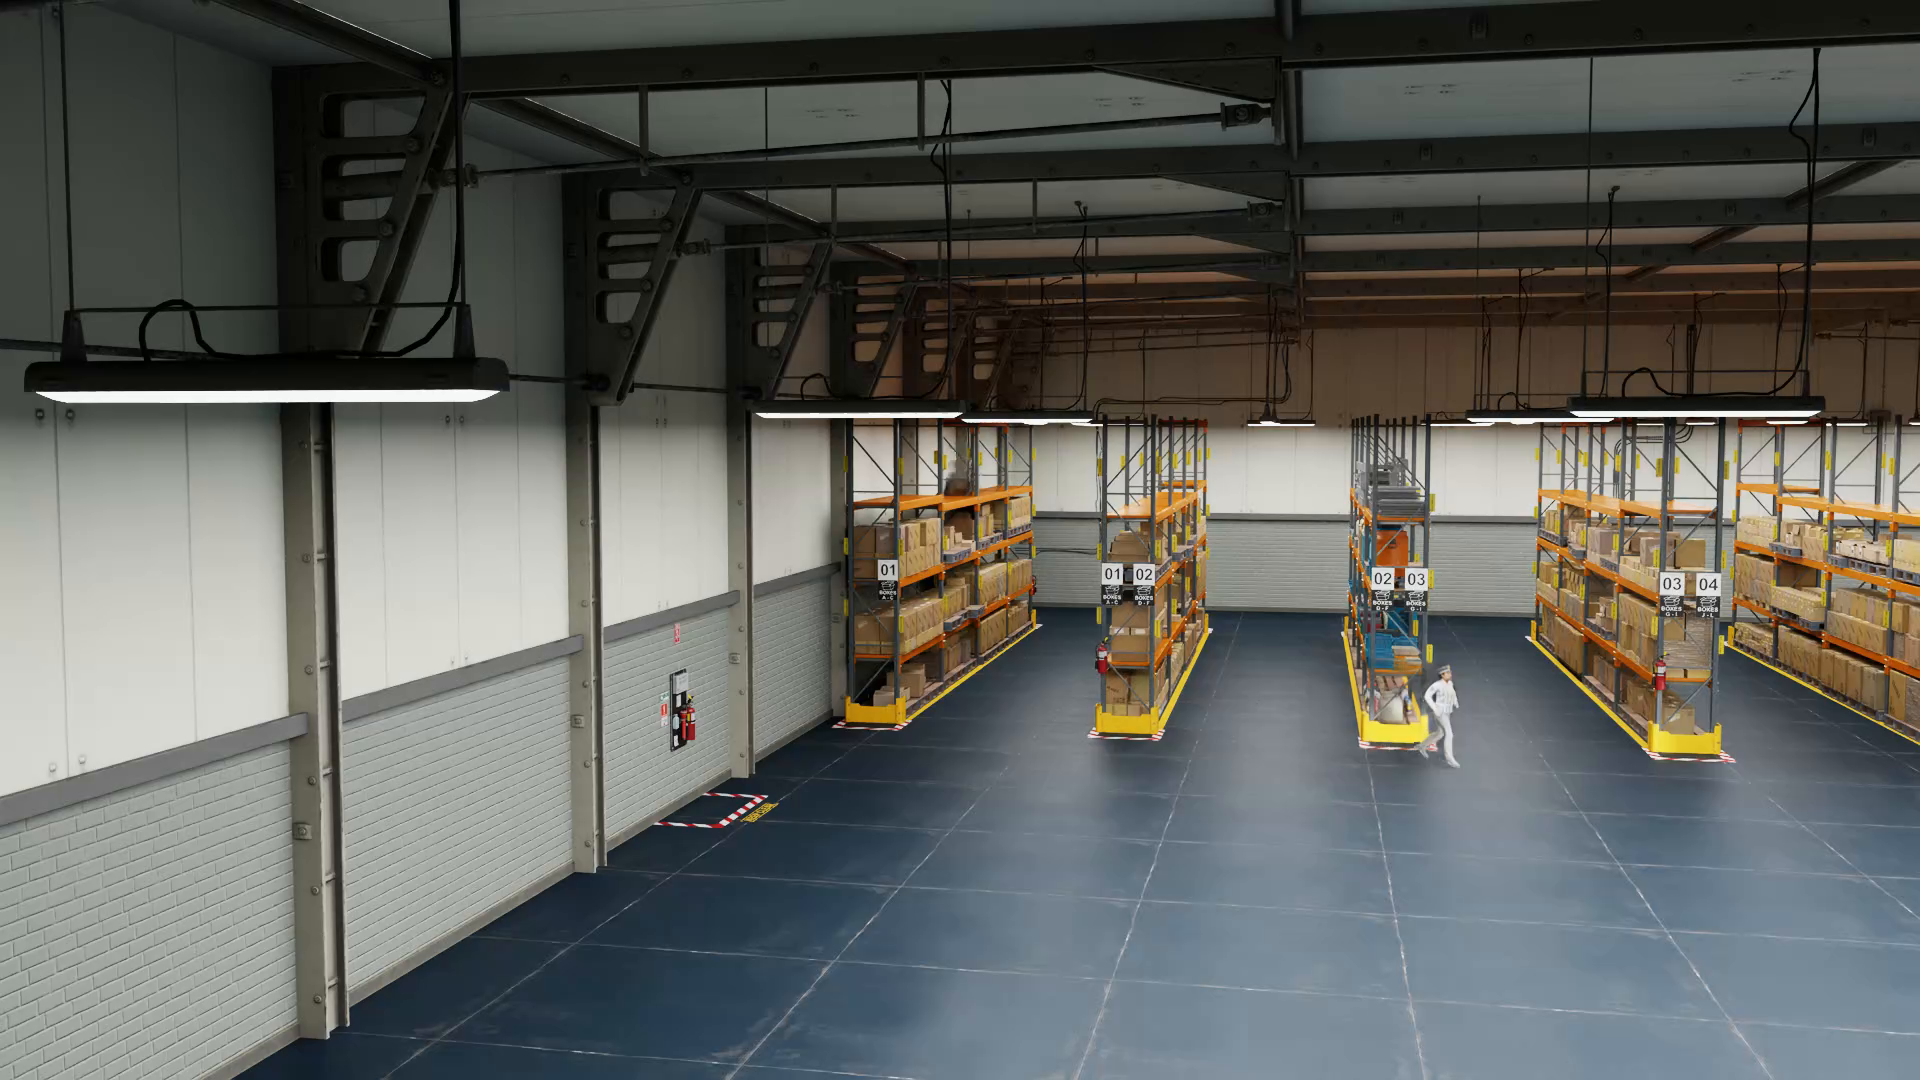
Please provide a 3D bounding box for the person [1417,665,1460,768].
[{"bbox_3d":[8.233,2.971,28.436,0.624,1.712,0.842,-4,5,-45],"label":"person"}]

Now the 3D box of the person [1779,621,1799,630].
[{"bbox_3d":[22.288,1.917,44.859,0.795,1.675,0.786,-2,4,-29],"label":"person"}]

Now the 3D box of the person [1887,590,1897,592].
[{"bbox_3d":[24.910,1.979,44.568,0.537,1.558,0.563,1,4,16],"label":"person"}]
